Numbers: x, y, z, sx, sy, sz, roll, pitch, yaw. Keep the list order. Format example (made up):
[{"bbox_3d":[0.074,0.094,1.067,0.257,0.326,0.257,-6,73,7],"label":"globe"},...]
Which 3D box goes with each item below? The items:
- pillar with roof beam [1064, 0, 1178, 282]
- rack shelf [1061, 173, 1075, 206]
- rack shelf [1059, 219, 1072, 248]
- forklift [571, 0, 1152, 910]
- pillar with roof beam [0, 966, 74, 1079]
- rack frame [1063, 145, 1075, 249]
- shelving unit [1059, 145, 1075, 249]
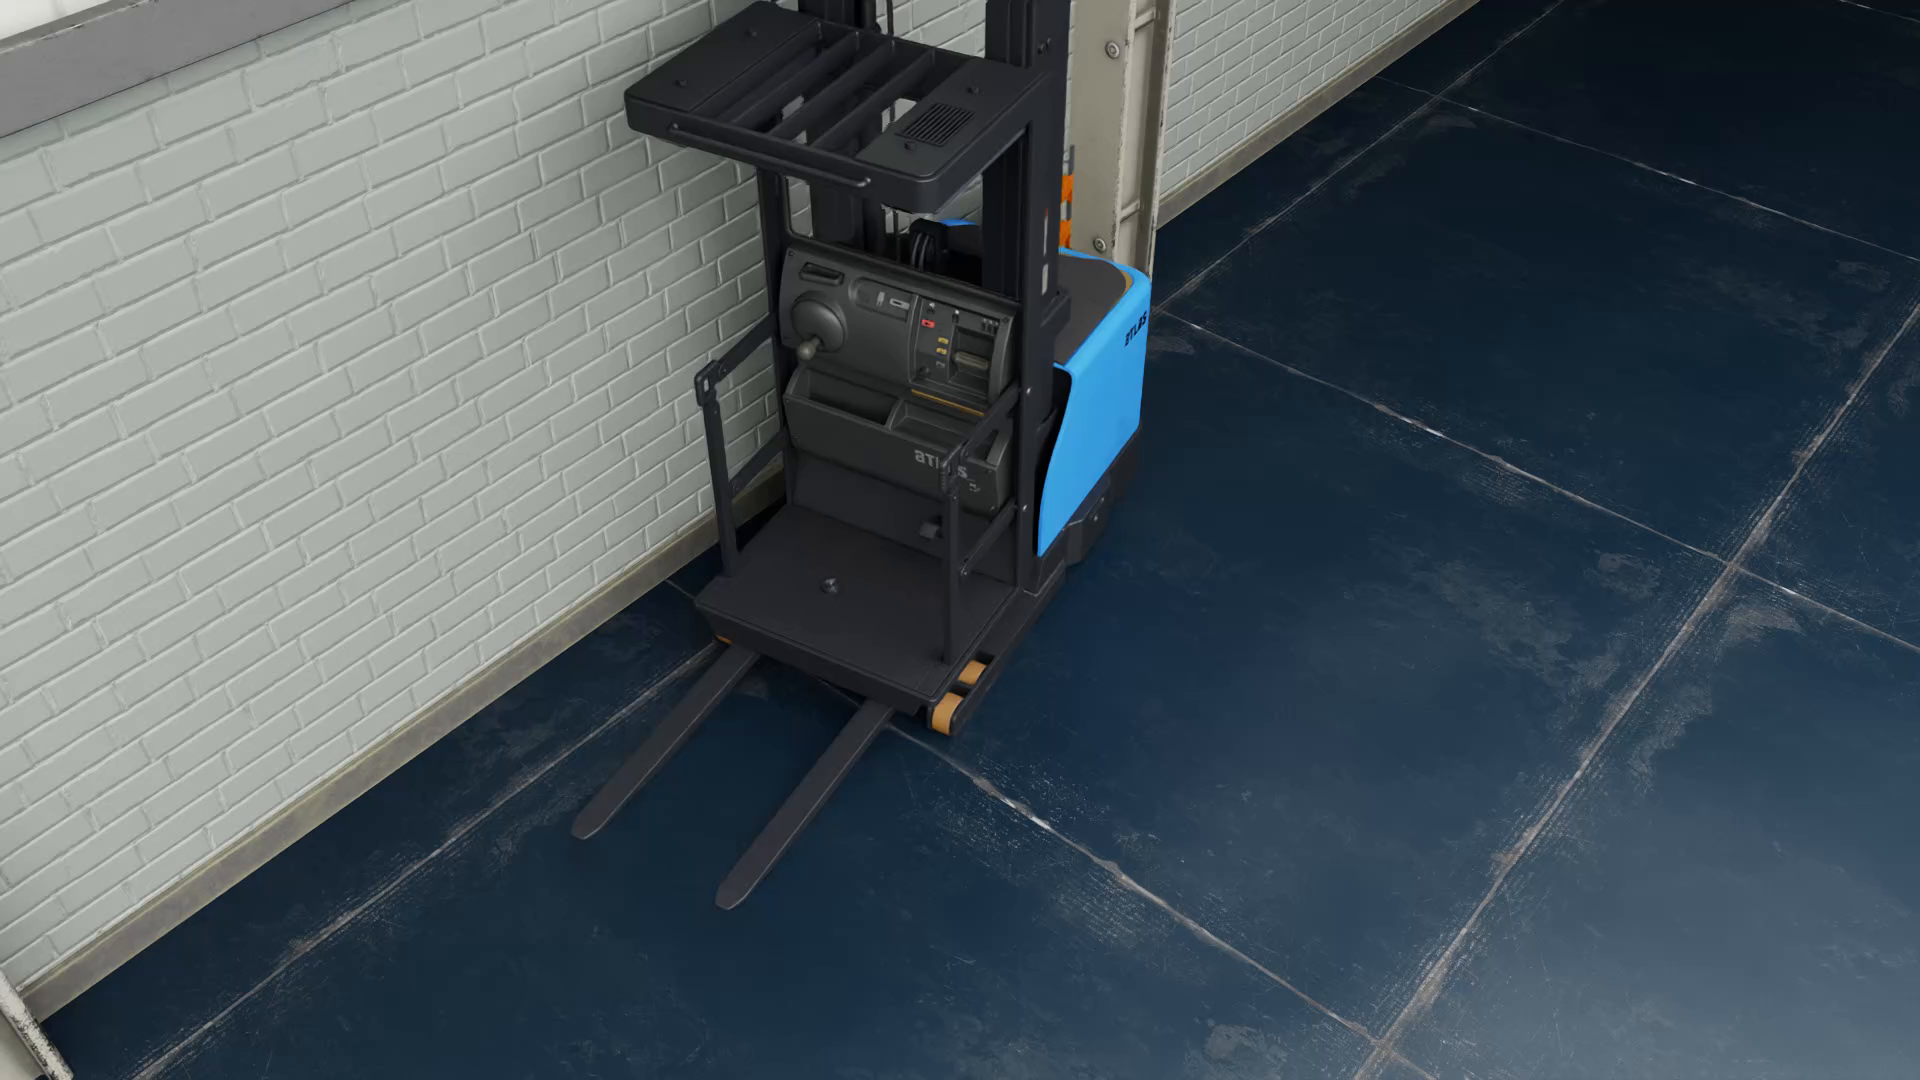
[{"bbox_3d":[4.063,-2.794,3.634,9.100,9.000,0.400,29,50,28],"label":"pillar with roof beam"},{"bbox_3d":[0.315,-1.471,7.391,0.258,0.148,0.480,14,44,14],"label":"rack shelf"},{"bbox_3d":[0.315,-1.295,7.550,0.258,0.148,0.480,14,44,14],"label":"rack shelf"},{"bbox_3d":[-0.340,-0.683,5.822,1.130,2.935,3.031,20,46,21],"label":"forklift"},{"bbox_3d":[0.201,0.296,0.236,9.100,9.000,0.400,29,50,28],"label":"pillar with roof beam"},{"bbox_3d":[0.397,-1.334,7.826,0.240,1.200,0.015,14,44,14],"label":"rack frame"},{"bbox_3d":[0.315,-1.180,7.656,0.258,1.200,0.503,14,44,14],"label":"shelving unit"}]
